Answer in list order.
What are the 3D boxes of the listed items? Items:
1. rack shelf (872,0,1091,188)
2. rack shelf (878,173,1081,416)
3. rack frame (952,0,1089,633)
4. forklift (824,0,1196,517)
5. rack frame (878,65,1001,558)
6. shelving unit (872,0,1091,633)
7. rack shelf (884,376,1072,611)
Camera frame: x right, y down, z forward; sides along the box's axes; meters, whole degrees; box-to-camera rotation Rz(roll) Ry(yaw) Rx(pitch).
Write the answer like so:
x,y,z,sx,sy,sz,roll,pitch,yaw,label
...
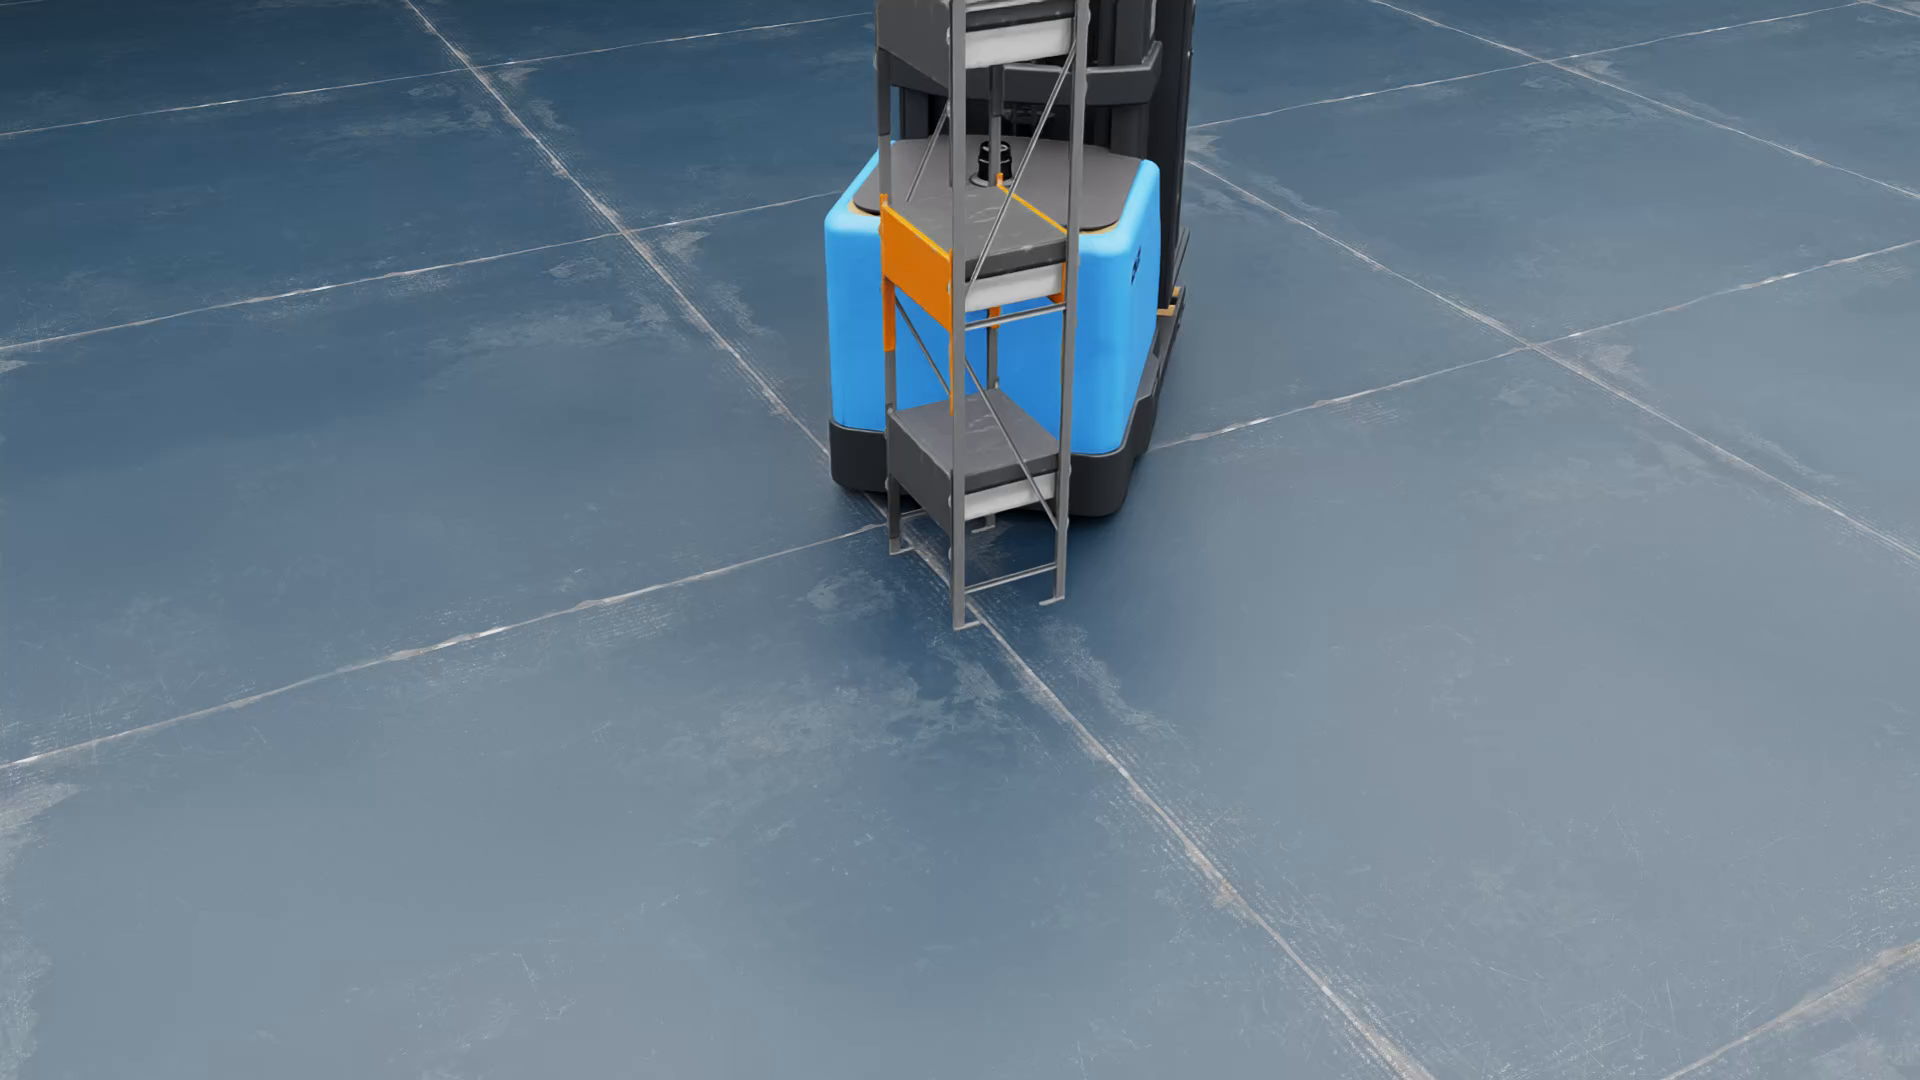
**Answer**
x,y,z,sx,sy,sz,roll,pitch,yaw,label
0.051,-1.336,4.617,0.431,0.518,0.480,-15,36,-22,rack shelf
0.051,-0.747,4.995,0.431,0.518,0.480,-15,36,-22,rack shelf
0.160,-0.641,4.804,0.400,2.100,0.015,-15,36,-22,rack frame
0.363,-2.101,6.312,1.130,2.935,3.031,7,33,11,forklift
-0.058,-0.876,5.171,0.400,2.100,0.015,-15,36,-22,rack frame
0.051,-0.758,4.987,0.431,2.100,0.503,-15,36,-22,shelving unit
0.051,-0.157,5.372,0.431,0.518,0.480,-15,36,-22,rack shelf
